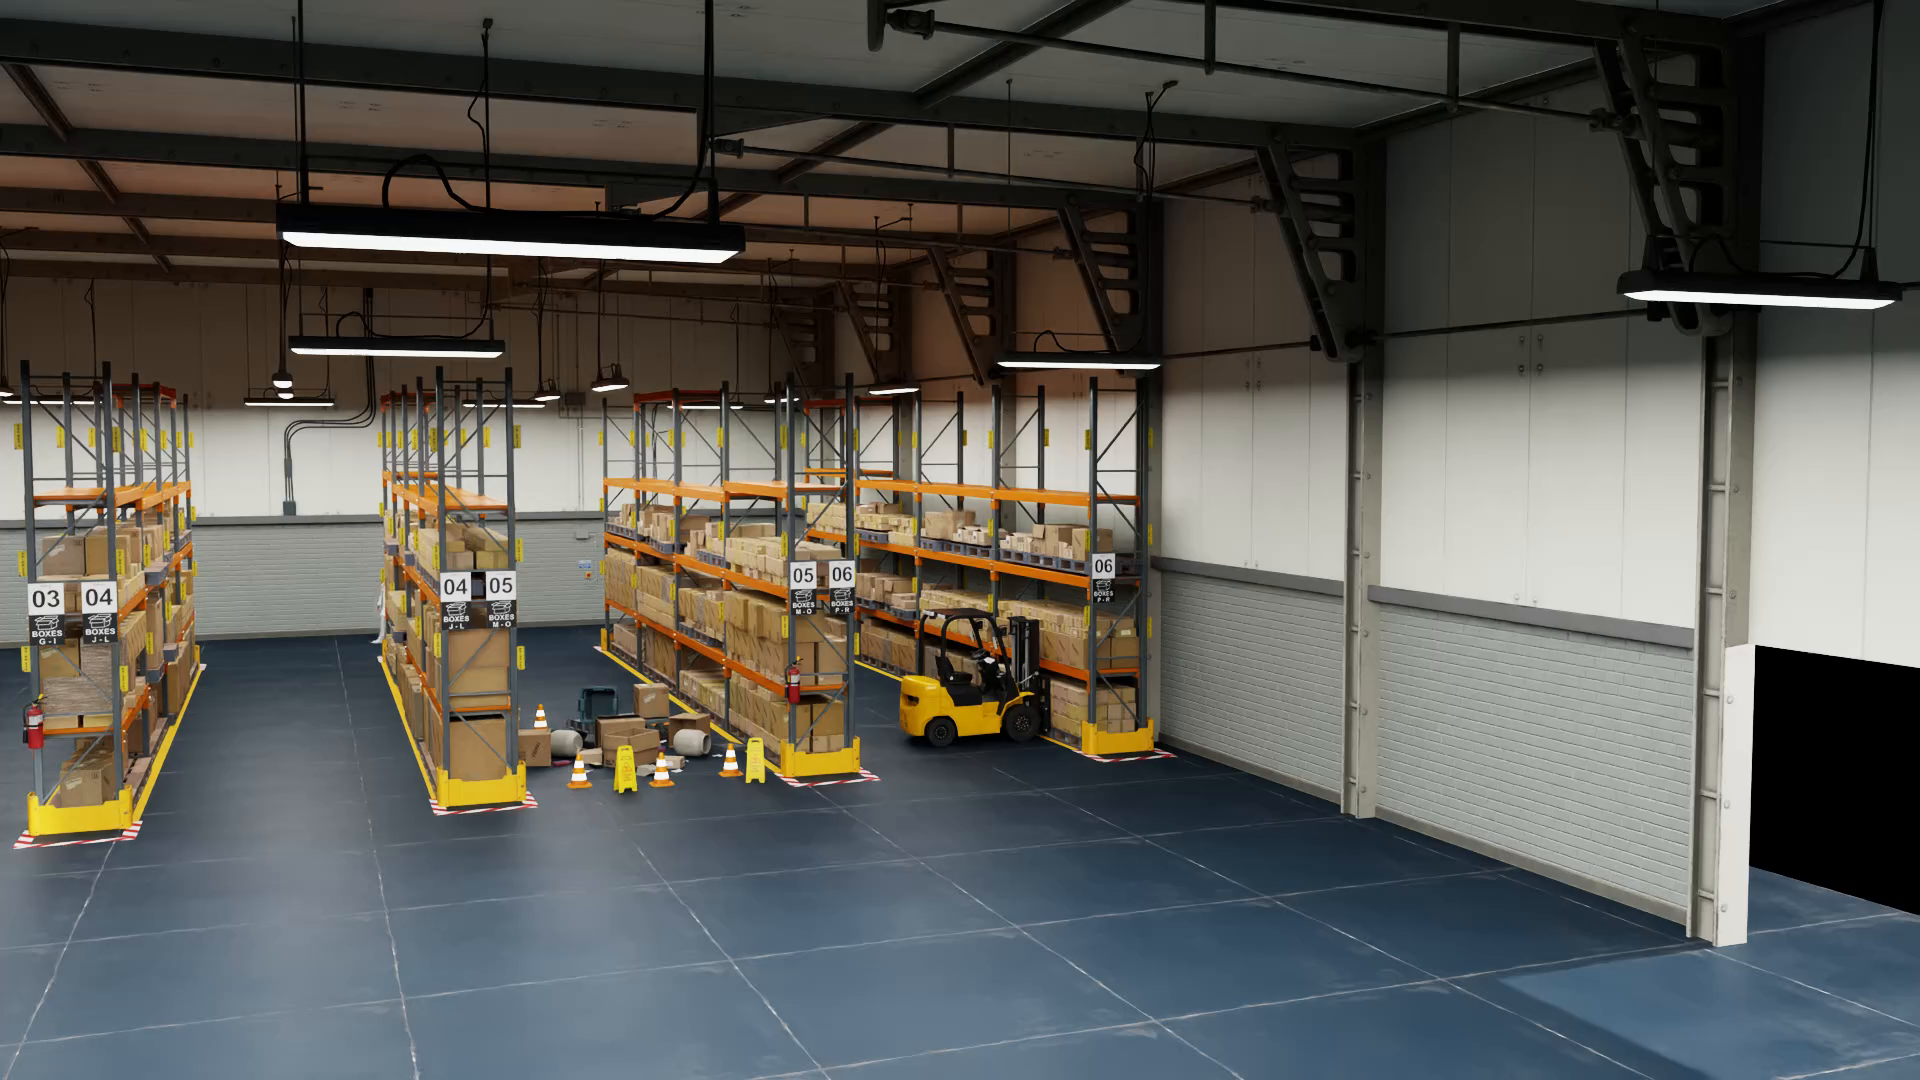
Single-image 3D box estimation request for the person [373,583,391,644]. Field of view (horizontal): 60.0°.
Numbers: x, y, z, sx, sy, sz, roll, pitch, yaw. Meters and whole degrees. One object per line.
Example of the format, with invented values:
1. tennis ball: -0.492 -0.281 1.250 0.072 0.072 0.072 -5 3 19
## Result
1. person: -14.107 1.653 41.088 0.635 1.760 0.935 3 4 38
